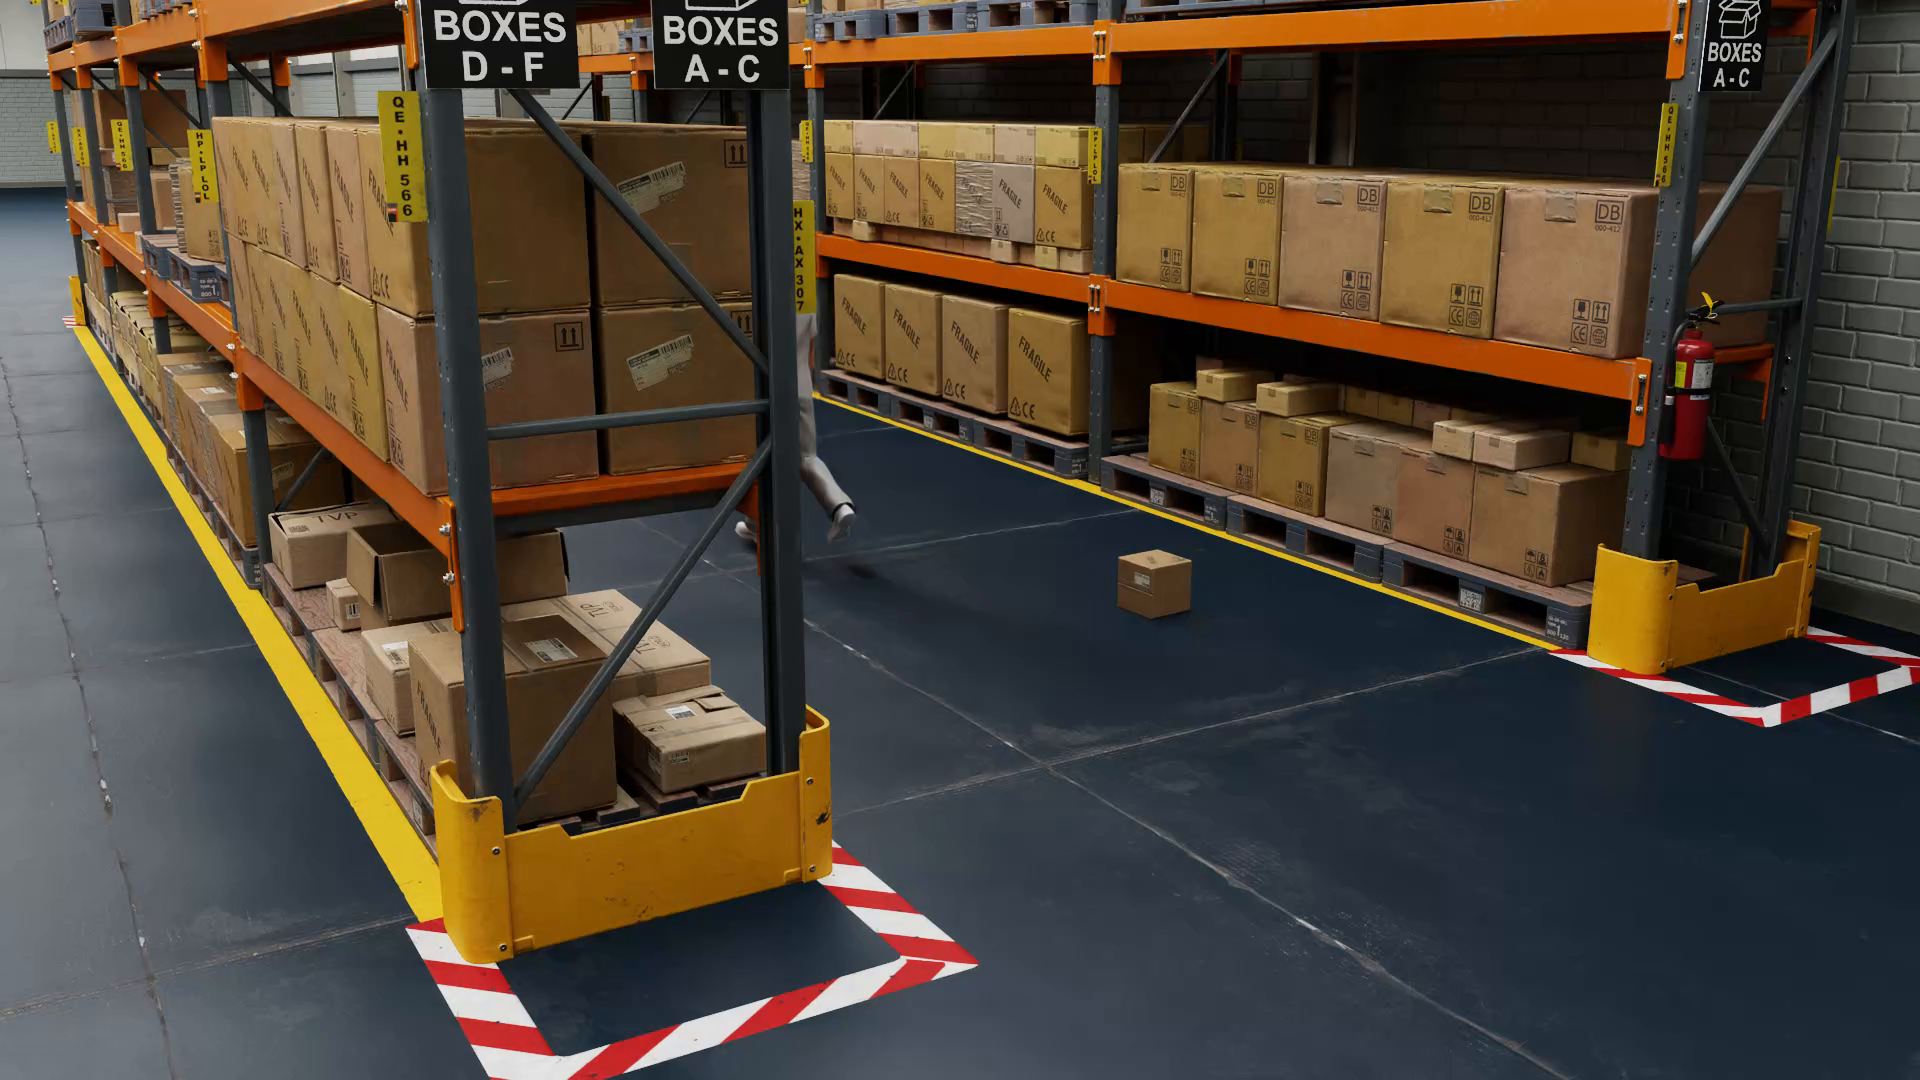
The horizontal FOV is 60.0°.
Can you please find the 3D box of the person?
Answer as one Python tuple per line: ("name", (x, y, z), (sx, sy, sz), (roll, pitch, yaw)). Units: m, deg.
("person", (-0.912, -0.745, 8.775), (0.438, 1.635, 0.879), (-12, 19, -39))
